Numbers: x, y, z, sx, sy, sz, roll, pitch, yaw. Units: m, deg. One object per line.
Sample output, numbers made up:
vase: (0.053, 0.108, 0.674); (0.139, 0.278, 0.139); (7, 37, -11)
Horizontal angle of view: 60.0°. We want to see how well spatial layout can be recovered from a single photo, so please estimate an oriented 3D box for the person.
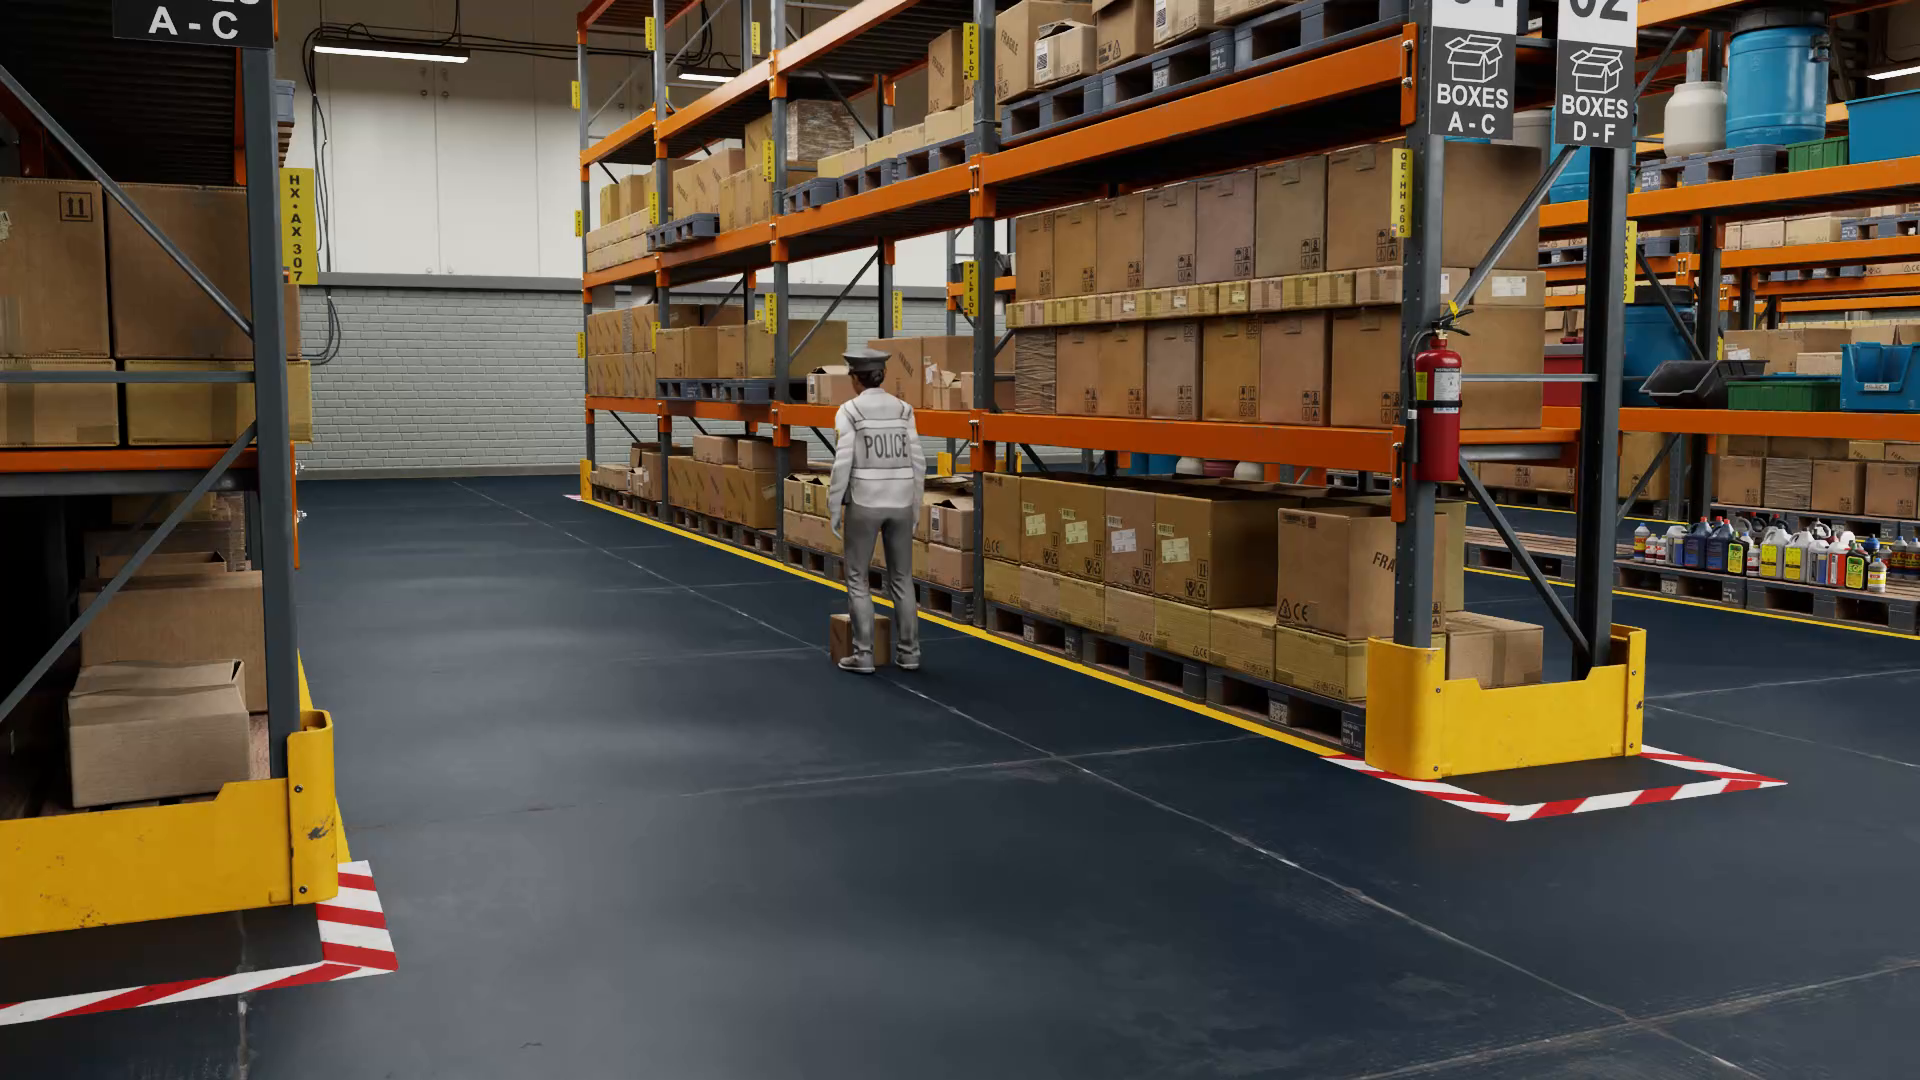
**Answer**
person: (-0.431, -0.150, 8.552); (0.534, 1.662, 0.374); (-3, 6, -26)
